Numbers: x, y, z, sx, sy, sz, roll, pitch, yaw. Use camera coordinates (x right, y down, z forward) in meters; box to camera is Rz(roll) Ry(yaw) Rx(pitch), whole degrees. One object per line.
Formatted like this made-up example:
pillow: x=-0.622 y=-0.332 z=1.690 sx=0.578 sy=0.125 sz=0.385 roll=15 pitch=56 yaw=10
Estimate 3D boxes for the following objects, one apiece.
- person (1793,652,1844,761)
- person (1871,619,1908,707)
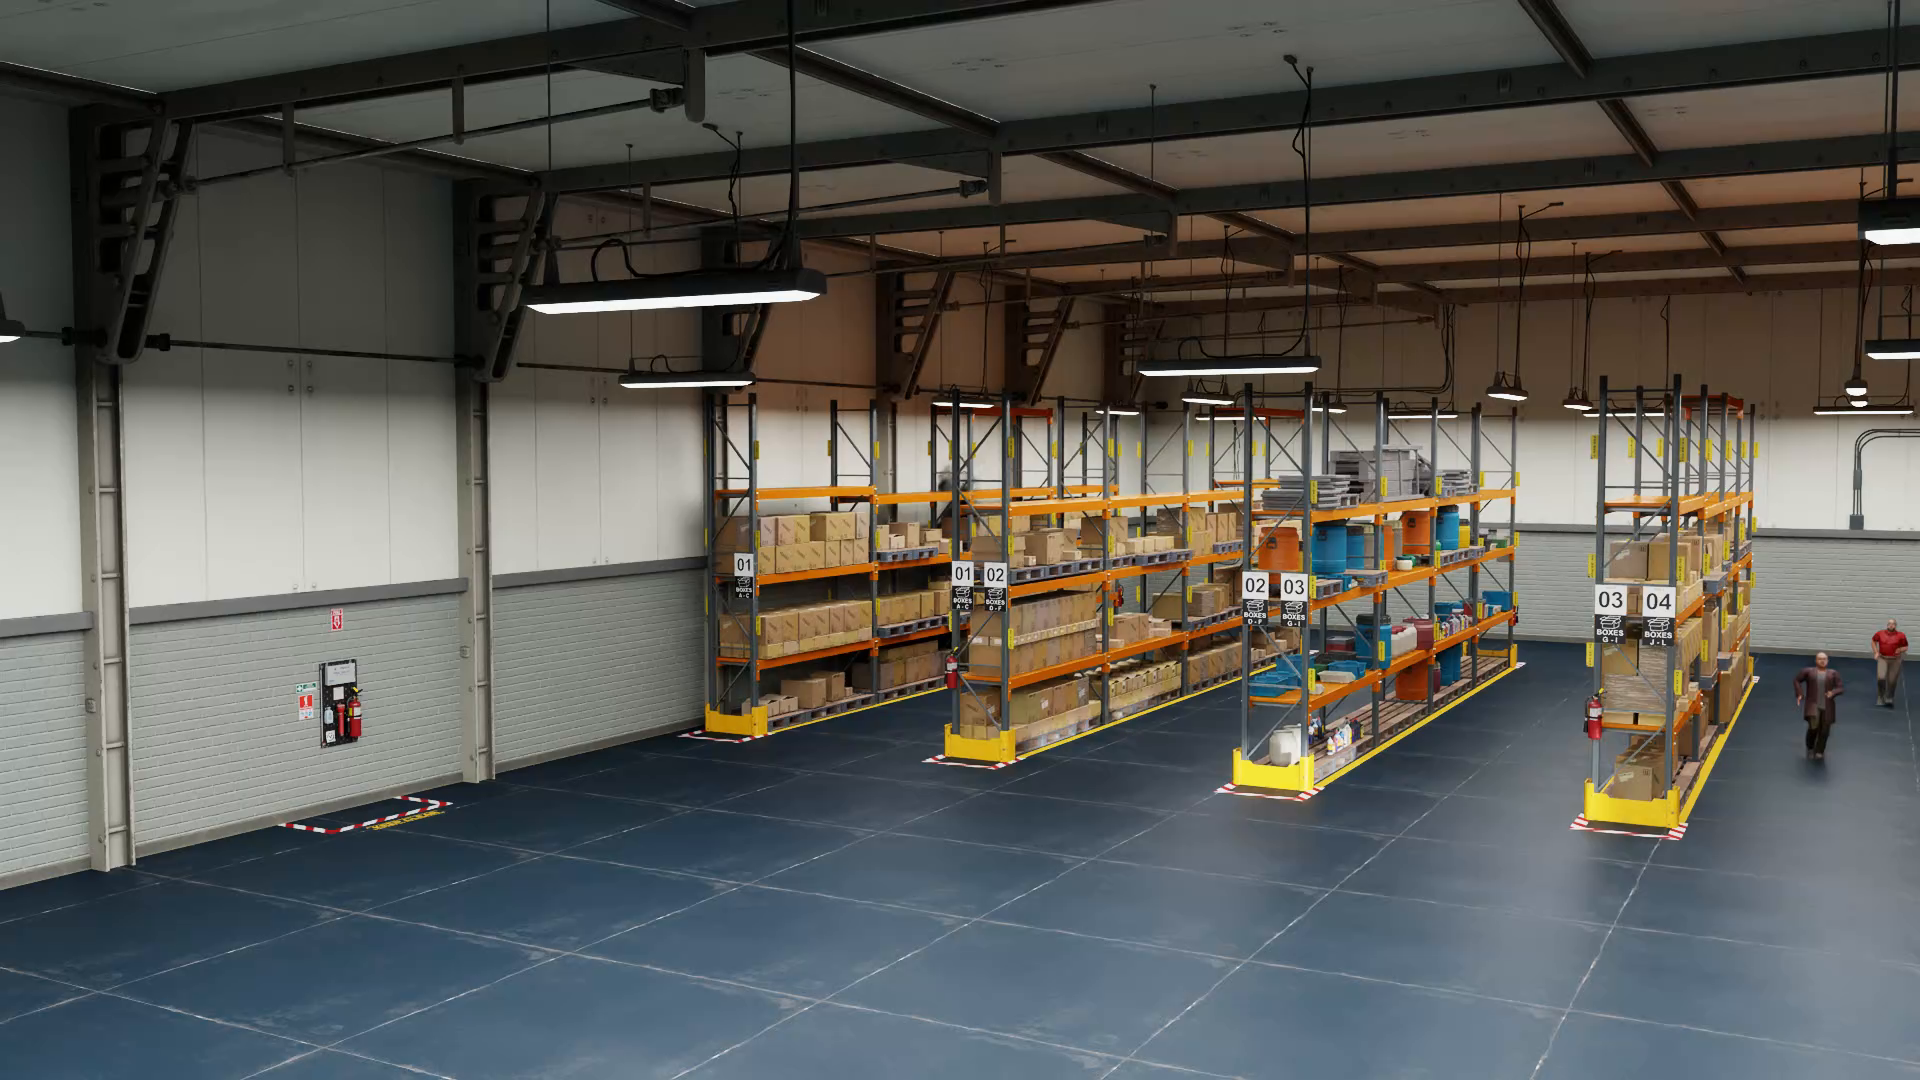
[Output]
person: x=13.759 y=2.677 z=26.616 sx=0.694 sy=1.749 sz=0.709 roll=1 pitch=3 yaw=19
person: x=18.129 y=2.407 z=32.447 sx=0.635 sy=1.751 sz=0.716 roll=2 pitch=3 yaw=28
